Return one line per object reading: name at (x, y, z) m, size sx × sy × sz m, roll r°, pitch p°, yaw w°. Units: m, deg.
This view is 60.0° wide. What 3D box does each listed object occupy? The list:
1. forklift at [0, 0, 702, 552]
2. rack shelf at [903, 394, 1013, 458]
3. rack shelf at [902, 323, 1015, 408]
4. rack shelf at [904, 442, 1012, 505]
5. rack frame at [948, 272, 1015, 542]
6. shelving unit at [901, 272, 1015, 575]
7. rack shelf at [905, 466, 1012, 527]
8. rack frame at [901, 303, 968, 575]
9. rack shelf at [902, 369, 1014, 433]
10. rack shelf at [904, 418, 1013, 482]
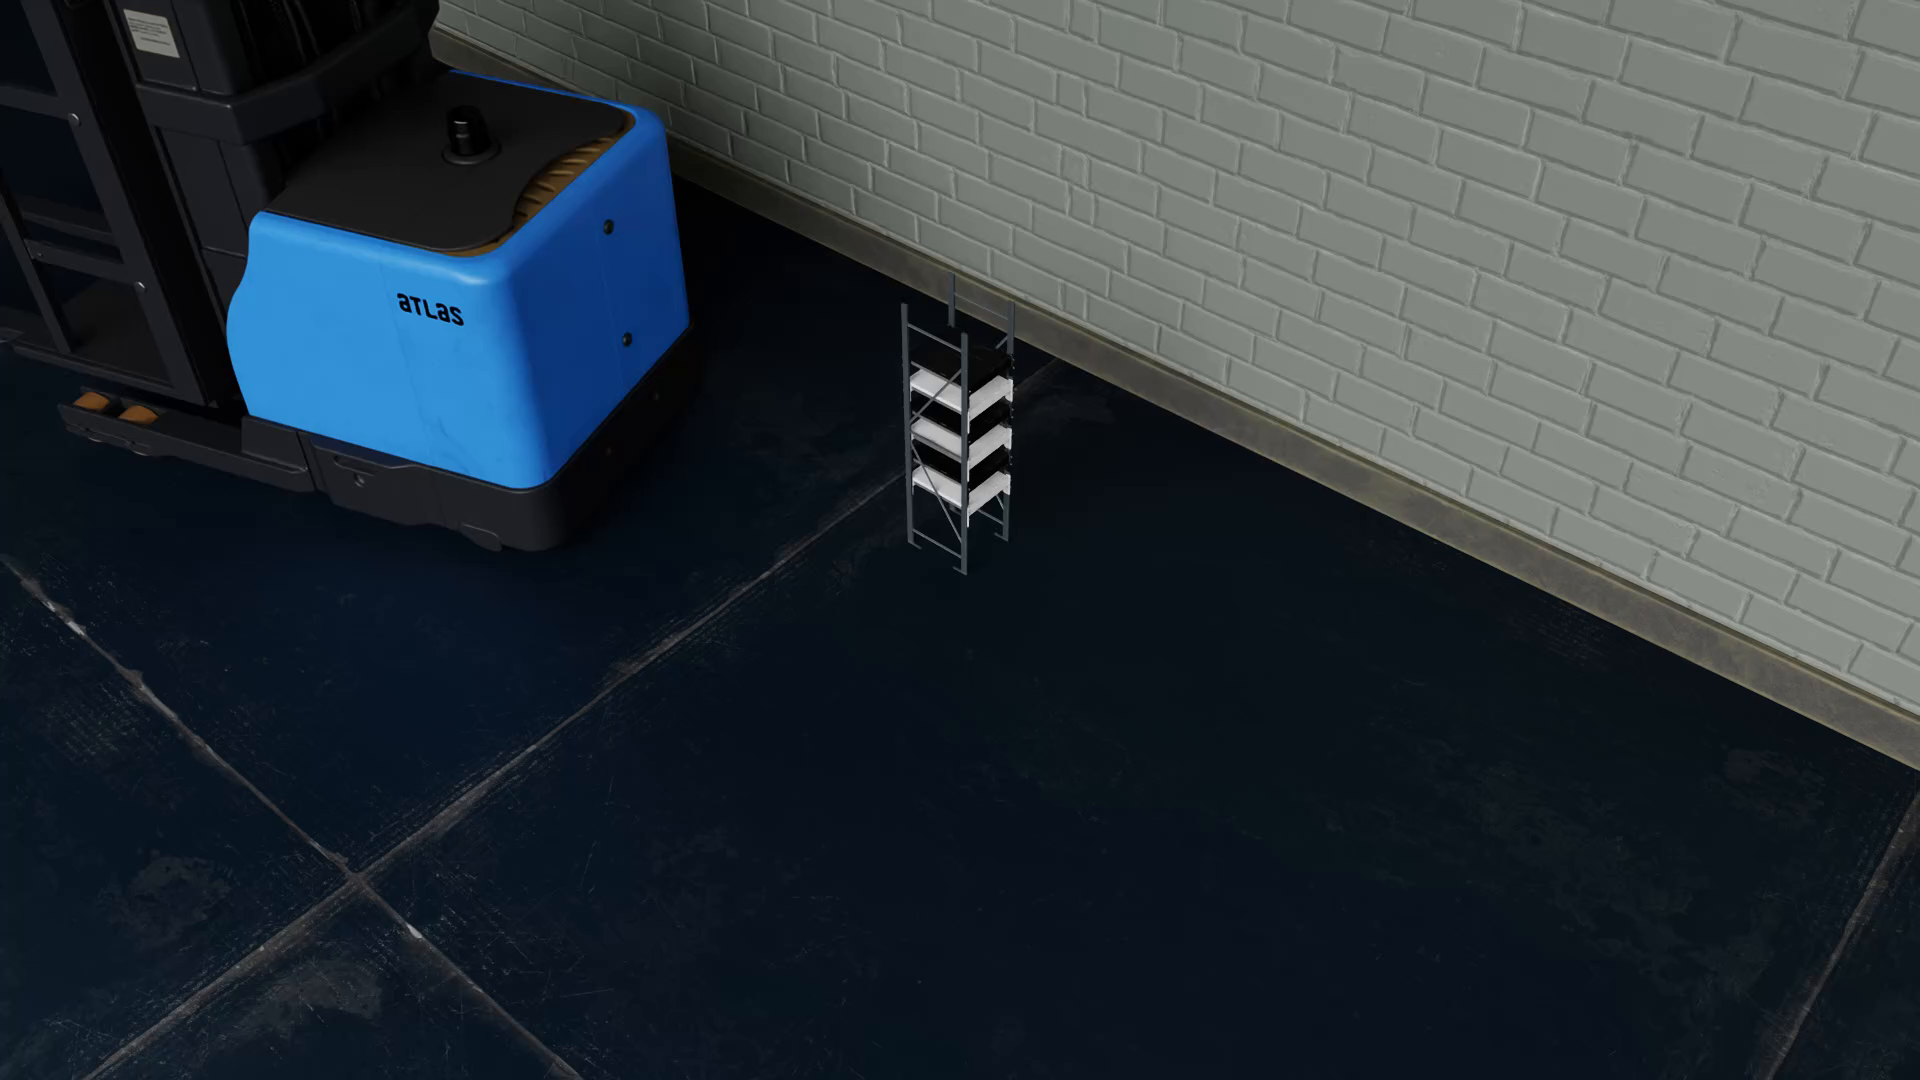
forklift at (-2.462, -1.680, 4.919) m, size 3.031 × 2.935 × 1.130 m, roll 15°, pitch 44°, yaw 16°
rack shelf at (-0.005, -0.371, 4.905) m, size 0.258 × 0.077 × 0.200 m, roll 29°, pitch 50°, yaw 28°
rack shelf at (-0.005, -0.504, 4.783) m, size 0.258 × 0.077 × 0.200 m, roll 29°, pitch 50°, yaw 28°
rack shelf at (-0.005, -0.238, 5.026) m, size 0.258 × 0.077 × 0.200 m, roll 29°, pitch 50°, yaw 28°
rack frame at (0.060, -0.381, 5.000) m, size 0.240 × 0.900 × 0.006 m, roll 29°, pitch 50°, yaw 28°
shelving unit at (-0.005, -0.329, 4.943) m, size 0.258 × 0.900 × 0.210 m, roll 29°, pitch 50°, yaw 28°
rack shelf at (-0.005, -0.171, 5.086) m, size 0.258 × 0.077 × 0.200 m, roll 29°, pitch 50°, yaw 28°
rack frame at (-0.071, -0.276, 4.885) m, size 0.240 × 0.900 × 0.006 m, roll 29°, pitch 50°, yaw 28°
rack shelf at (-0.005, -0.437, 4.844) m, size 0.258 × 0.077 × 0.200 m, roll 29°, pitch 50°, yaw 28°
rack shelf at (-0.005, -0.304, 4.965) m, size 0.258 × 0.077 × 0.200 m, roll 29°, pitch 50°, yaw 28°
